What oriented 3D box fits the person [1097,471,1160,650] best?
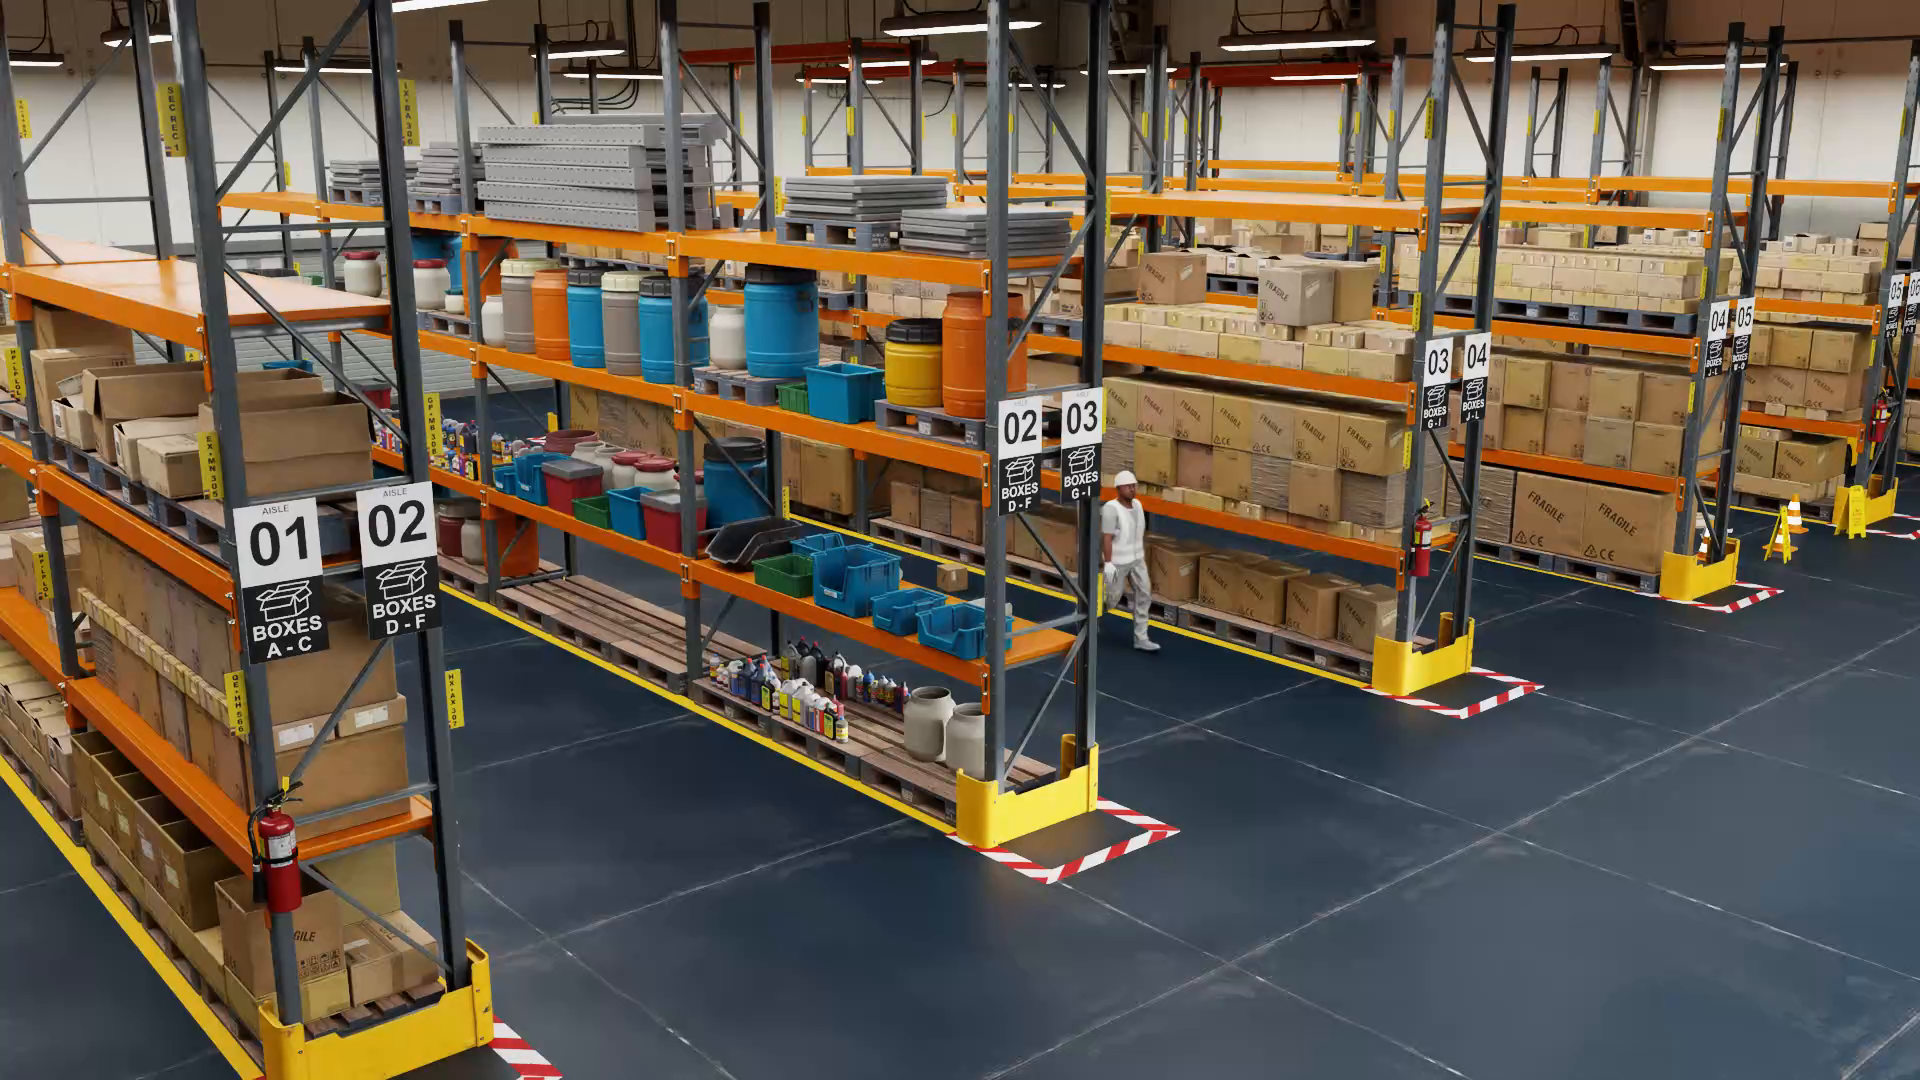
[{"bbox_3d":[1.561,0.181,16.219,0.576,1.751,0.937,-11,18,-38],"label":"person"}]
